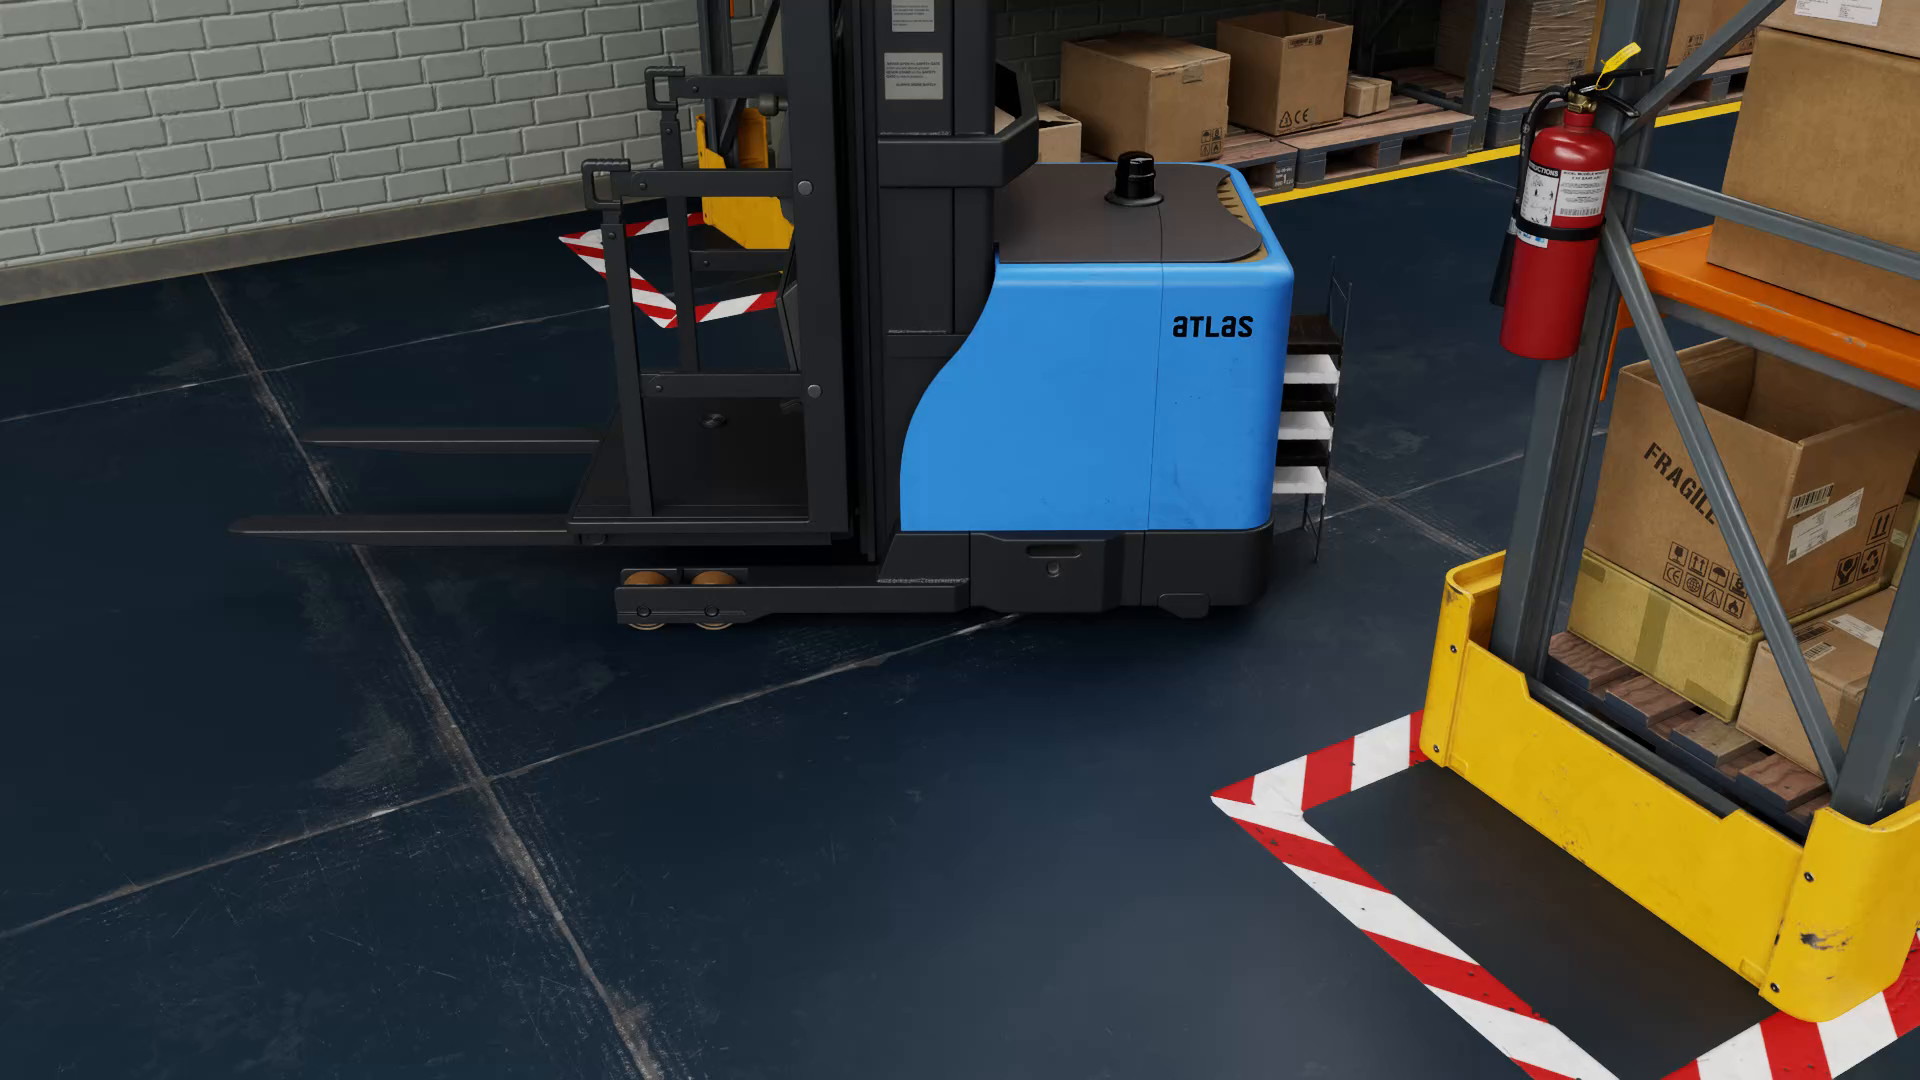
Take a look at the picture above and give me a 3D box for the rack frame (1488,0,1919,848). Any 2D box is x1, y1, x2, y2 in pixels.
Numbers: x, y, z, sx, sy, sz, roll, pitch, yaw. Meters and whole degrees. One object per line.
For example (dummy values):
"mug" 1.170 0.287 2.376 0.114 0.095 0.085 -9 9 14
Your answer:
"rack frame" 1.624 -0.594 3.222 0.127 3.000 1.000 -16 33 -26

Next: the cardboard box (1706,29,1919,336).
"cardboard box" 2.033 -0.747 3.396 0.500 0.500 0.700 -16 33 -26

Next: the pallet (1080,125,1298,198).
"pallet" 0.945 -1.936 8.539 1.213 0.211 1.003 -16 33 -26

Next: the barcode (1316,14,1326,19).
"barcode" 1.972 -2.842 9.096 0.075 0.075 0.001 -16 33 -26

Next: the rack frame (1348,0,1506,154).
"rack frame" 2.559 -3.636 8.734 0.127 3.000 1.000 -16 33 -26

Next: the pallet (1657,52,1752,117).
"pallet" 4.283 -2.907 10.299 1.213 0.211 1.003 -16 33 -26

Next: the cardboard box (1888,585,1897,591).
"cardboard box" 2.628 0.263 4.080 0.500 0.250 0.500 -16 33 -26

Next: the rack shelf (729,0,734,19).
"rack shelf" 0.835 -2.832 8.021 4.000 0.370 1.077 -16 33 -26

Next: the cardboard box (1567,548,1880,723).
"cardboard box" 1.936 0.171 4.246 0.500 0.250 0.500 -16 33 -26

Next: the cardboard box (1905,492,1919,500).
"cardboard box" 2.791 -0.079 4.700 0.500 0.250 0.500 -16 33 -26

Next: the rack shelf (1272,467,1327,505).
"rack shelf" 1.001 -0.199 5.120 0.200 0.077 0.258 0 29 0

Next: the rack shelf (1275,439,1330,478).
"rack shelf" 1.001 -0.278 5.077 0.200 0.077 0.258 0 29 0

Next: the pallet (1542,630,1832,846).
"pallet" 2.262 0.422 4.267 1.213 0.211 1.003 -16 33 -26

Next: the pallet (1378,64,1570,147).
"pallet" 3.230 -2.606 9.754 1.213 0.211 1.003 -16 33 -26

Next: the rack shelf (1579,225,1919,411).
"rack shelf" 3.348 -0.769 4.283 4.000 0.370 1.077 -16 33 -26

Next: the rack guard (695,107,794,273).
"rack guard" -0.824 -1.581 7.598 0.348 0.500 1.175 -16 33 -26

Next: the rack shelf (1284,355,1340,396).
"rack shelf" 1.001 -0.514 4.946 0.200 0.077 0.258 0 29 0

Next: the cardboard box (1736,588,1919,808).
"cardboard box" 2.199 0.387 3.855 0.500 0.250 0.500 -16 33 -26

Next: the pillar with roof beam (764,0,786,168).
"pillar with roof beam" 1.457 -4.022 3.224 0.400 9.000 9.100 -16 33 -26

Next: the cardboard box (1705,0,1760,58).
"cardboard box" 4.497 -3.304 10.265 0.500 0.500 0.700 -16 33 -27

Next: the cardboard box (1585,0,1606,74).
"cardboard box" 3.606 -3.069 9.838 0.500 0.500 0.700 -17 33 -27

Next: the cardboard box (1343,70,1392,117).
"cardboard box" 2.113 -2.445 9.053 0.250 0.166 0.380 -21 35 -33

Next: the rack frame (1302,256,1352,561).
"rack frame" 1.103 -0.386 5.018 0.006 0.900 0.240 0 29 0

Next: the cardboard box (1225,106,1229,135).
"cardboard box" 1.170 -2.197 8.622 0.250 0.149 0.380 -19 34 -30

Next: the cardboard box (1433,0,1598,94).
"cardboard box" 3.186 -2.921 9.571 0.500 0.500 0.700 -15 32 -25

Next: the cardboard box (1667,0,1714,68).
"cardboard box" 4.066 -3.177 10.034 0.500 0.500 0.700 -15 32 -26

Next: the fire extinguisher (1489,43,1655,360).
"fire extinguisher" 1.286 -0.725 3.539 0.183 0.674 0.296 -16 33 -26

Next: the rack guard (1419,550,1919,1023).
"rack guard" 1.603 0.506 3.816 0.348 0.500 1.175 -16 33 -26

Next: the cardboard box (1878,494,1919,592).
"cardboard box" 2.361 0.044 4.477 0.500 0.250 0.500 -16 33 -26

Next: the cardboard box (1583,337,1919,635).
"cardboard box" 1.935 -0.158 4.067 0.500 0.500 0.500 -16 33 -26

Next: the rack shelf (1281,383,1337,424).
"rack shelf" 1.001 -0.435 4.990 0.200 0.077 0.258 0 29 0

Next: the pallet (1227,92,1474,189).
"pallet" 1.998 -2.236 9.083 1.213 0.211 1.003 -16 33 -26

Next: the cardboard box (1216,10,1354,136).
"cardboard box" 1.685 -2.464 8.741 0.500 0.500 0.500 -19 34 -30

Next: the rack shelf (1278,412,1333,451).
"rack shelf" 1.001 -0.356 5.033 0.200 0.077 0.258 0 29 0

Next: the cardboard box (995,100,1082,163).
"cardboard box" 0.244 -1.944 7.995 0.500 0.311 0.500 -13 31 -22

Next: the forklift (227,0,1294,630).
"forklift" -0.622 -1.281 4.538 3.031 2.935 1.130 0 29 0

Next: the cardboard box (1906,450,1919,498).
"cardboard box" 2.790 -0.409 4.521 0.500 0.500 0.500 -16 33 -26

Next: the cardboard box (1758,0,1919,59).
"cardboard box" 1.856 -1.095 3.355 0.250 0.149 0.380 -16 33 -27

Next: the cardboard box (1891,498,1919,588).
"cardboard box" 2.629 -0.064 3.897 0.500 0.500 0.500 -16 33 -26

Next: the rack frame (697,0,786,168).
"rack frame" -0.889 -2.657 6.960 0.127 3.000 1.000 -16 33 -26

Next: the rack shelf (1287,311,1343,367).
"rack shelf" 1.001 -0.593 4.903 0.200 0.077 0.258 0 29 0

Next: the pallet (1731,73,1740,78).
"pallet" 5.334 -3.204 10.837 1.213 0.211 1.003 -16 33 -26

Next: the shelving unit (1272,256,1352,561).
"shelving unit" 1.001 -0.385 5.017 0.210 0.900 0.258 0 29 0

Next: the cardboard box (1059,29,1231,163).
"cardboard box" 0.902 -2.185 8.237 0.500 0.500 0.700 -18 34 -29

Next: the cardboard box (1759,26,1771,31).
"cardboard box" 4.911 -3.438 10.507 0.500 0.500 0.700 -16 33 -26
